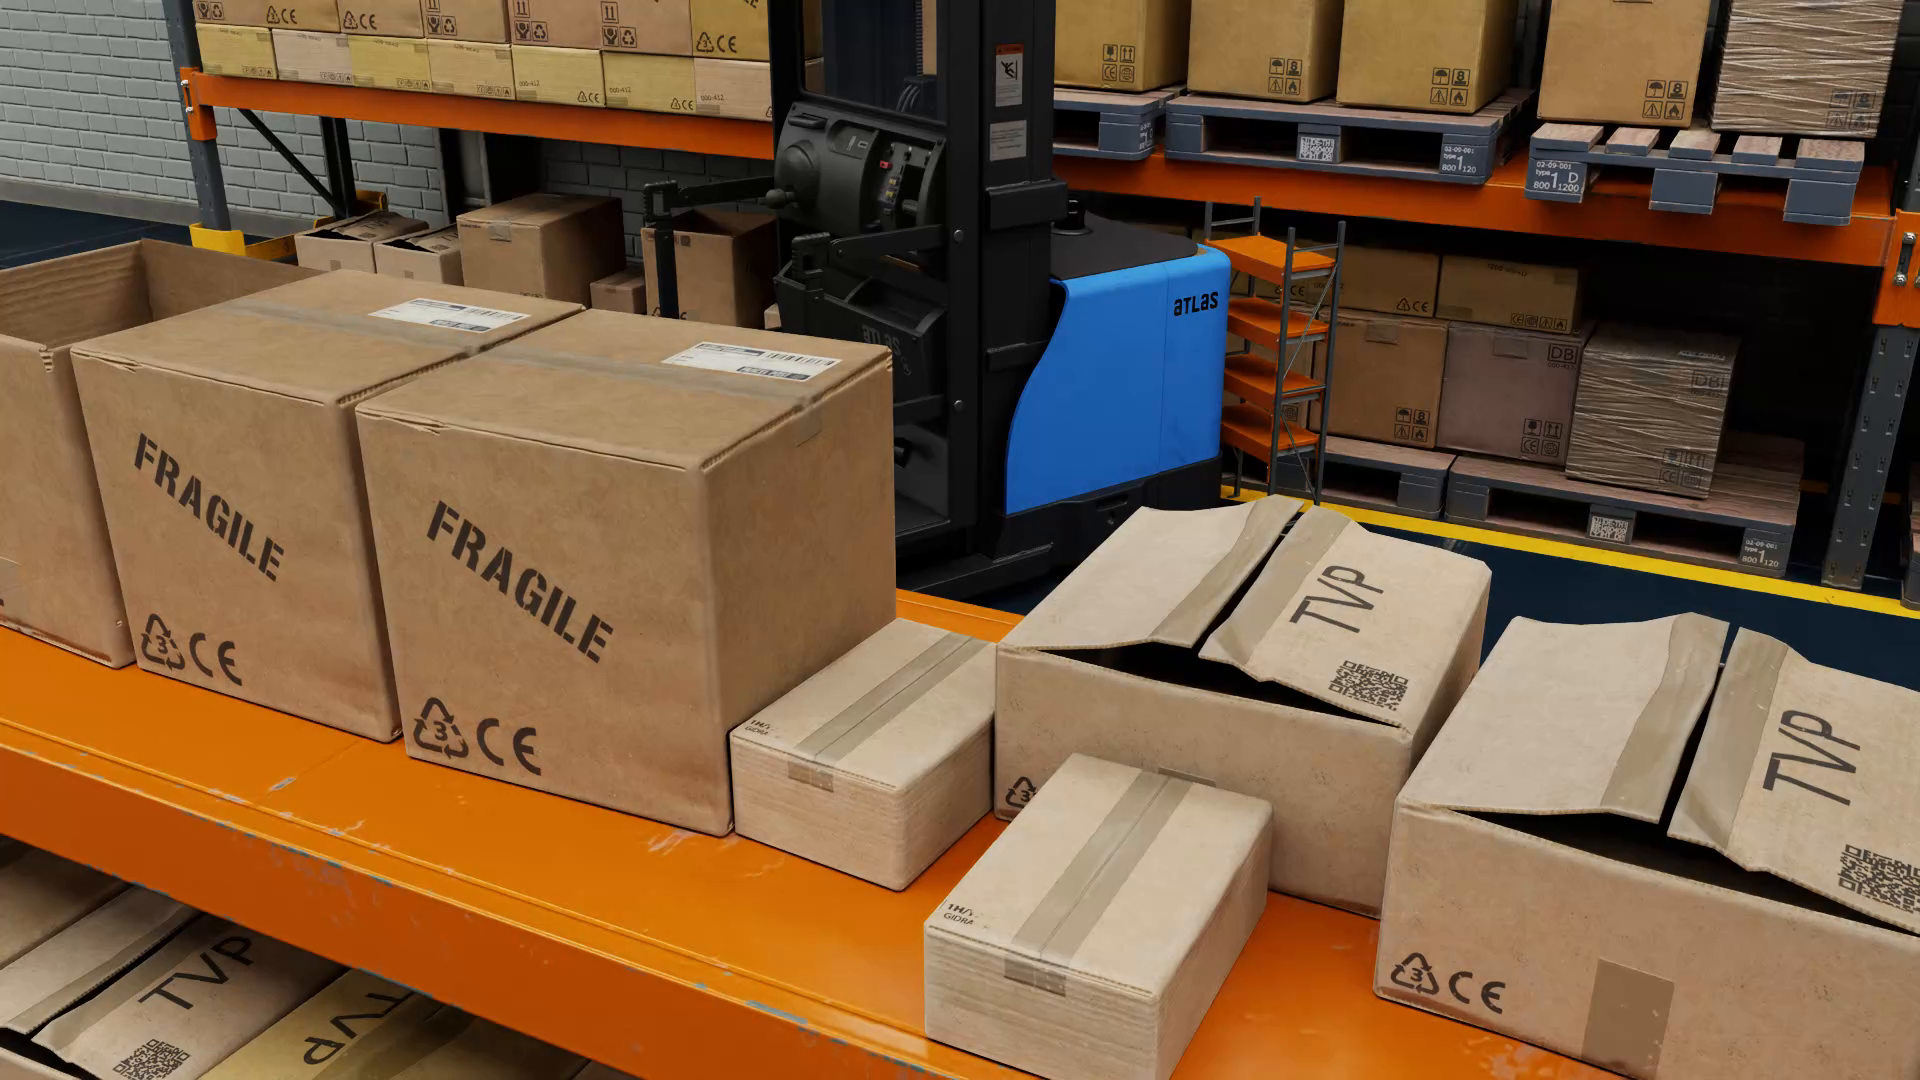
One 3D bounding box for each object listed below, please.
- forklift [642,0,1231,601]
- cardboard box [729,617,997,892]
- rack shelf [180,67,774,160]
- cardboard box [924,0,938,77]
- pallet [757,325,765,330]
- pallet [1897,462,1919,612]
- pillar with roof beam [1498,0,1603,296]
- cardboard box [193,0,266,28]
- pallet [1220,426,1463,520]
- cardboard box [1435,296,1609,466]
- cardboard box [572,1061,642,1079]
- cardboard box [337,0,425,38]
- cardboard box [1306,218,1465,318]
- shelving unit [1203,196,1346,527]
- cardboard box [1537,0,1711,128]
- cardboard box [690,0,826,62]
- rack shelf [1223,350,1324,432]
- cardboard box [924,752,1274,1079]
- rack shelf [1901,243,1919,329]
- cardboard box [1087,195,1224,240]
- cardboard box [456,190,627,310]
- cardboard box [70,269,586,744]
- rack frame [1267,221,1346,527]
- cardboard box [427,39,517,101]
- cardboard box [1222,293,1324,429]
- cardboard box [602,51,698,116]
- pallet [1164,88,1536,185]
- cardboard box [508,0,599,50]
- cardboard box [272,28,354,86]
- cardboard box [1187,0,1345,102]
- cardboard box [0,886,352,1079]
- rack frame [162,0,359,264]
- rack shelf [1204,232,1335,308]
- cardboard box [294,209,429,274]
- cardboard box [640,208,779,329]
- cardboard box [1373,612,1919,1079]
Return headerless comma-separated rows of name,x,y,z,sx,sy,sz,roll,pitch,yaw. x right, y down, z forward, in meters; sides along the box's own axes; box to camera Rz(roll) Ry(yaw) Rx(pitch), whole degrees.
forklift,-0.509,-1.207,5.342,3.031,2.935,1.130,-16,28,-32
cardboard box,-0.078,0.260,2.126,0.250,0.149,0.380,13,26,28
rack shelf,-2.038,-2.109,8.296,4.000,0.370,1.077,11,25,25
cardboard box,0.186,-2.234,6.979,0.500,0.500,0.700,11,26,25
pallet,-0.868,-0.910,8.120,1.213,0.211,1.003,11,25,25
pallet,3.987,0.068,5.820,1.213,0.211,1.003,11,25,25
pillar with roof beam,0.605,-3.169,2.204,0.400,9.000,9.100,11,25,25
cardboard box,-3.532,-2.889,8.419,0.500,0.500,0.500,11,25,25
pallet,1.536,-0.452,7.043,1.213,0.211,1.003,11,25,25
cardboard box,2.244,-0.673,6.632,0.500,0.500,0.700,11,25,24
cardboard box,-0.409,0.978,2.377,0.500,0.311,0.500,11,25,24
cardboard box,-2.637,-2.705,7.986,0.500,0.500,0.500,10,25,23
cardboard box,1.709,-1.098,6.674,0.500,0.250,0.500,11,25,24
shelving unit,1.123,-0.623,6.181,0.258,1.200,0.503,-11,26,-25
cardboard box,2.382,-1.798,5.955,0.500,0.500,0.700,9,25,20
cardboard box,-0.814,-2.348,7.145,0.500,0.500,0.500,11,25,24
rack shelf,1.123,-0.561,6.207,0.258,0.148,0.480,-11,26,-25
cardboard box,0.158,0.403,1.789,0.250,0.149,0.380,11,25,25
rack shelf,5.102,-0.696,4.974,4.000,0.370,1.077,11,25,25
cardboard box,0.806,-1.283,7.109,0.500,0.250,0.500,11,25,23
cardboard box,-2.105,-1.444,8.445,0.500,0.500,0.700,10,25,21
cardboard box,-0.889,-0.079,2.476,0.500,0.500,0.500,11,25,25
rack frame,1.235,-0.538,5.981,0.240,1.200,0.015,-11,26,-25
cardboard box,-2.158,-2.268,7.915,0.500,0.250,0.500,11,26,25
cardboard box,1.333,-0.837,7.017,0.500,0.500,0.700,12,26,25
cardboard box,-1.253,-2.096,7.511,0.500,0.250,0.500,11,26,25
pallet,1.532,-1.628,6.489,1.213,0.211,1.003,11,25,25
cardboard box,-1.707,-2.526,7.566,0.500,0.500,0.500,10,25,23
cardboard box,-3.060,-2.450,8.343,0.500,0.250,0.500,10,25,23
cardboard box,1.283,-2.027,6.494,0.500,0.500,0.700,15,27,32
cardboard box,-1.321,0.799,2.799,0.500,0.311,0.500,10,25,23
rack frame,-3.822,-2.793,8.985,0.127,3.000,1.000,11,25,25
rack shelf,1.123,-0.984,6.027,0.258,0.148,0.480,-11,26,-25
cardboard box,-3.246,-1.605,9.064,0.500,0.311,0.500,8,24,19
cardboard box,-1.197,-1.308,8.126,0.500,0.500,0.500,9,25,21
cardboard box,0.780,0.312,1.798,0.500,0.311,0.500,13,26,28
